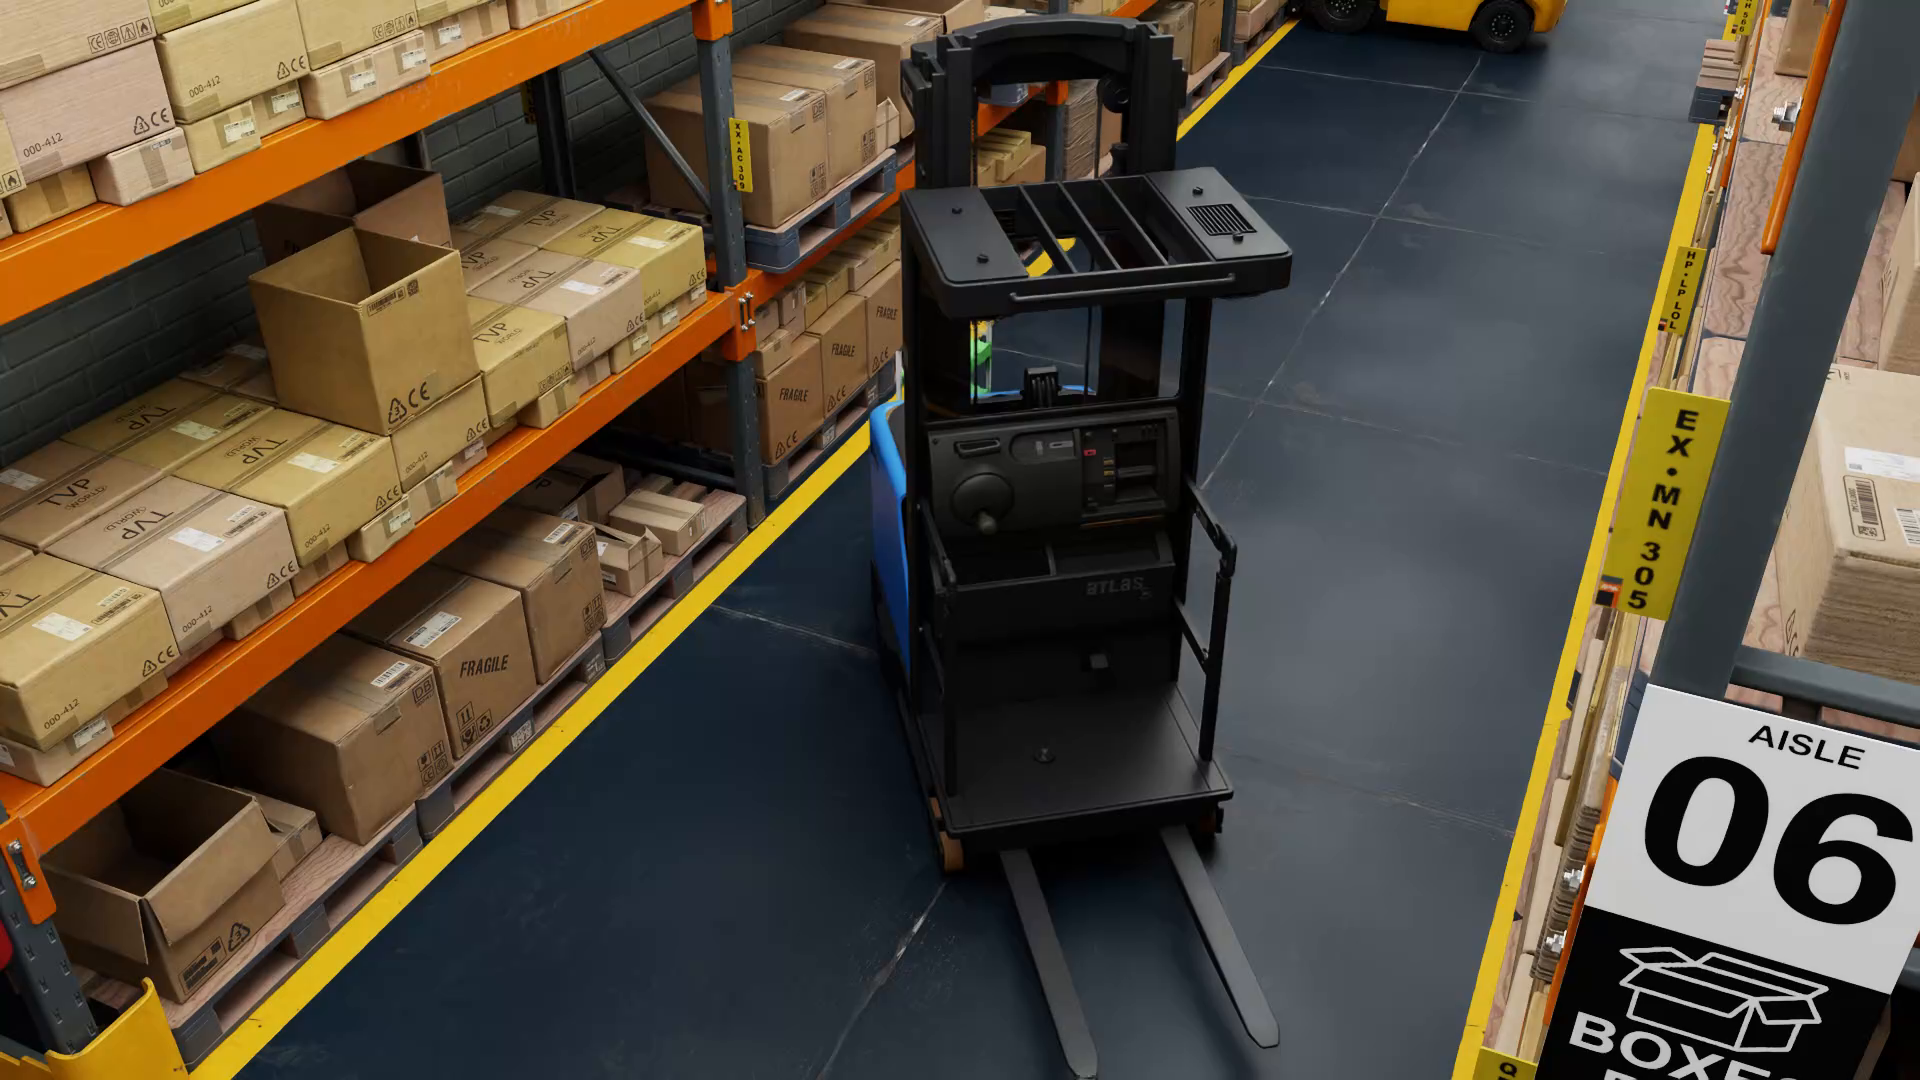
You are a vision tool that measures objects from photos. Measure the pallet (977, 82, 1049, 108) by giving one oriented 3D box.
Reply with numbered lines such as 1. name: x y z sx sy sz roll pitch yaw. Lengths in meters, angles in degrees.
1. pallet: -0.007 -3.004 10.271 1.213 0.211 1.003 14 36 20

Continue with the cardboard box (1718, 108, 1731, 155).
1. cardboard box: 4.289 -2.053 8.782 0.500 0.250 0.500 14 36 20

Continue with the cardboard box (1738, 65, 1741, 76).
1. cardboard box: 4.693 -2.739 9.538 0.380 0.149 0.250 15 36 21

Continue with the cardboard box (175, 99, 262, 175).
1. cardboard box: -2.280 -1.202 4.841 0.380 0.149 0.250 14 36 20

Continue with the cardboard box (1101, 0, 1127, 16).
1. cardboard box: 0.835 -3.790 11.431 0.500 0.250 0.500 13 36 19

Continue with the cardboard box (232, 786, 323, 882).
1. cardboard box: -2.579 1.077 6.089 0.380 0.149 0.250 13 35 19

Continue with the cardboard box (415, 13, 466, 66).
1. cardboard box: -1.914 -1.721 5.633 0.380 0.149 0.250 15 36 21

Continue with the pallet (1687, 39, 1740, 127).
1. pallet: 4.924 -2.601 9.656 1.213 0.211 1.003 14 36 20

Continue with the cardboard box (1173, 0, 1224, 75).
1. cardboard box: 1.678 -4.351 13.932 0.875 0.625 0.625 16 36 23

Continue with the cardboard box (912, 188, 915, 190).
1. cardboard box: -0.256 -2.026 9.910 0.380 0.149 0.250 14 36 20

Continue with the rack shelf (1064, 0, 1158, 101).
1. rack shelf: 1.049 -4.134 12.475 1.077 0.370 4.000 14 36 20

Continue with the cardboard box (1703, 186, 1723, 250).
1. cardboard box: 3.008 -1.049 6.112 0.500 0.500 0.500 15 36 22

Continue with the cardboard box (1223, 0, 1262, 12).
1. cardboard box: 2.369 -4.835 14.558 0.500 0.250 0.500 14 36 20

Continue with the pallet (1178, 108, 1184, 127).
1. pallet: 1.104 -3.279 13.058 1.003 0.211 1.213 14 36 20

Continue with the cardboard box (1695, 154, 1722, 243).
1. cardboard box: 3.625 -1.500 7.483 0.500 0.250 0.500 15 36 21

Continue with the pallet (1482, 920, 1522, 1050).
1. pallet: 2.151 1.827 5.271 1.003 0.211 1.213 14 36 20

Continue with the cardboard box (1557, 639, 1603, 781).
1. cardboard box: 2.689 0.875 6.134 0.875 0.438 0.875 14 36 20

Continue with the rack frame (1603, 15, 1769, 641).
1. rack frame: 3.049 -0.309 5.986 1.000 3.000 0.127 14 36 20

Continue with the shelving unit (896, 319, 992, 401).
1. shelving unit: -0.070 -0.422 7.799 0.258 1.200 0.503 14 36 21

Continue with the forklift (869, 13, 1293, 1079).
1. forklift: 0.395 -0.186 5.861 1.130 2.935 3.031 -7 34 -10

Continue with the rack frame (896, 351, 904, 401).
1. rack frame: -0.173 -0.301 7.614 0.240 1.200 0.015 14 36 21

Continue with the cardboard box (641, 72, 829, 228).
1. cardboard box: -1.055 -1.853 7.867 0.700 0.500 0.500 15 36 22

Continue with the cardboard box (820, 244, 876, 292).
1. cardboard box: -0.686 -1.507 9.118 0.380 0.149 0.250 14 36 20

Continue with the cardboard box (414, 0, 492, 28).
1. cardboard box: -1.868 -1.951 5.619 0.500 0.250 0.500 15 36 21

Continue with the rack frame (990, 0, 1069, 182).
1. rack frame: 0.213 -3.438 10.758 1.000 3.000 0.127 14 36 20

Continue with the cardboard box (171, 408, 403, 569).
1. cardboard box: -2.280 -0.184 5.661 0.500 0.250 0.500 13 36 20

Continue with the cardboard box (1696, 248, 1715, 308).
1. cardboard box: 2.630 -0.588 5.408 0.500 0.500 0.500 14 36 21

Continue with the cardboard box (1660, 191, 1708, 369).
1. cardboard box: 4.358 -1.264 8.996 0.875 0.875 0.875 14 36 20

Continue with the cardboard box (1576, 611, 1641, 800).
1. cardboard box: 1.763 0.416 3.878 0.500 0.500 0.500 14 36 20

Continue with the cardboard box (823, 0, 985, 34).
1. cardboard box: -0.302 -2.802 9.310 0.797 0.503 0.637 13 36 19

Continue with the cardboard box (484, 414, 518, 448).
1. cardboard box: -1.966 -0.494 6.497 0.380 0.149 0.250 15 36 21

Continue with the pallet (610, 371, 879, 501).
1. pallet: -1.155 -0.694 9.116 1.003 0.211 1.213 14 36 20

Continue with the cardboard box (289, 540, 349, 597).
1. cardboard box: -2.337 0.029 5.700 0.380 0.149 0.250 15 36 21

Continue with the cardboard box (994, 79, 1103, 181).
1. cardboard box: 0.486 -2.928 11.763 0.875 0.625 0.625 15 36 22

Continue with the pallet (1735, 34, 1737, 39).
1. pallet: 7.154 -4.080 14.280 1.003 0.211 1.213 14 36 20

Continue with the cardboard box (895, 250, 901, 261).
1. cardboard box: -0.405 -1.538 9.756 0.500 0.500 0.500 13 35 19

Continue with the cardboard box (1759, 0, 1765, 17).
1. cardboard box: 4.095 -2.323 8.054 0.500 0.500 0.500 14 36 21

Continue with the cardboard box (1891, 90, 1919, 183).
1. cardboard box: 2.514 -1.145 3.957 0.797 0.503 0.637 17 37 24

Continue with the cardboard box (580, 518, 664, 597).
1. cardboard box: -1.577 0.044 7.557 0.396 0.266 0.258 15 36 22

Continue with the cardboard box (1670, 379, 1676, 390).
1. cardboard box: 2.615 -0.177 5.694 0.500 0.500 0.500 15 36 22

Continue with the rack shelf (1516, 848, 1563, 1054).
1. rack shelf: 2.212 0.988 4.664 1.077 0.370 4.000 14 36 20

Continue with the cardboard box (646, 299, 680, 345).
1. cardboard box: -1.454 -0.990 7.253 0.380 0.149 0.250 15 36 22

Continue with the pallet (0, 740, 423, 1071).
1. pallet: -2.770 1.277 6.110 1.003 0.211 1.213 14 36 20

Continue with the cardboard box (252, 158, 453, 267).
1. cardboard box: -2.326 -1.141 6.436 0.500 0.500 0.500 13 35 19

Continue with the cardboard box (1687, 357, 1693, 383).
1. cardboard box: 2.223 -0.439 4.590 0.380 0.149 0.250 13 35 19

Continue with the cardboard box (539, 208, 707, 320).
1. cardboard box: -1.452 -1.198 7.207 0.500 0.250 0.500 15 36 22

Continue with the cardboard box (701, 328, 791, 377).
1. cardboard box: -1.069 -0.965 8.292 0.380 0.149 0.250 16 36 23

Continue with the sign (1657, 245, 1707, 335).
1. sign: 2.552 -0.880 5.873 0.100 0.325 0.005 14 36 20

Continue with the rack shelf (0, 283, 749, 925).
1. rack shelf: -2.298 -0.149 6.398 1.077 0.370 4.000 14 36 20

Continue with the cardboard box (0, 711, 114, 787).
1. cardboard box: -2.748 0.550 4.904 0.380 0.149 0.250 14 36 20

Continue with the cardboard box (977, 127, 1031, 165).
1. cardboard box: 0.236 -2.536 10.687 0.380 0.149 0.250 12 35 18

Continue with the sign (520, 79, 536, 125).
1. sign: -1.966 -2.056 7.594 0.100 0.325 0.005 14 36 20

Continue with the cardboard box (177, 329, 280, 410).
1. cardboard box: -2.536 -0.568 6.246 0.500 0.250 0.500 14 36 20

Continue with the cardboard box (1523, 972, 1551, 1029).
1. cardboard box: 1.561 1.094 3.756 0.500 0.500 0.500 13 36 19

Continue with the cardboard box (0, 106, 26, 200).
1. cardboard box: -2.700 -0.928 4.060 0.500 0.250 0.500 14 36 20

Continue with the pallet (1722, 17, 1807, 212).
1. pallet: 2.697 -1.122 4.570 1.003 0.211 1.213 14 36 20
